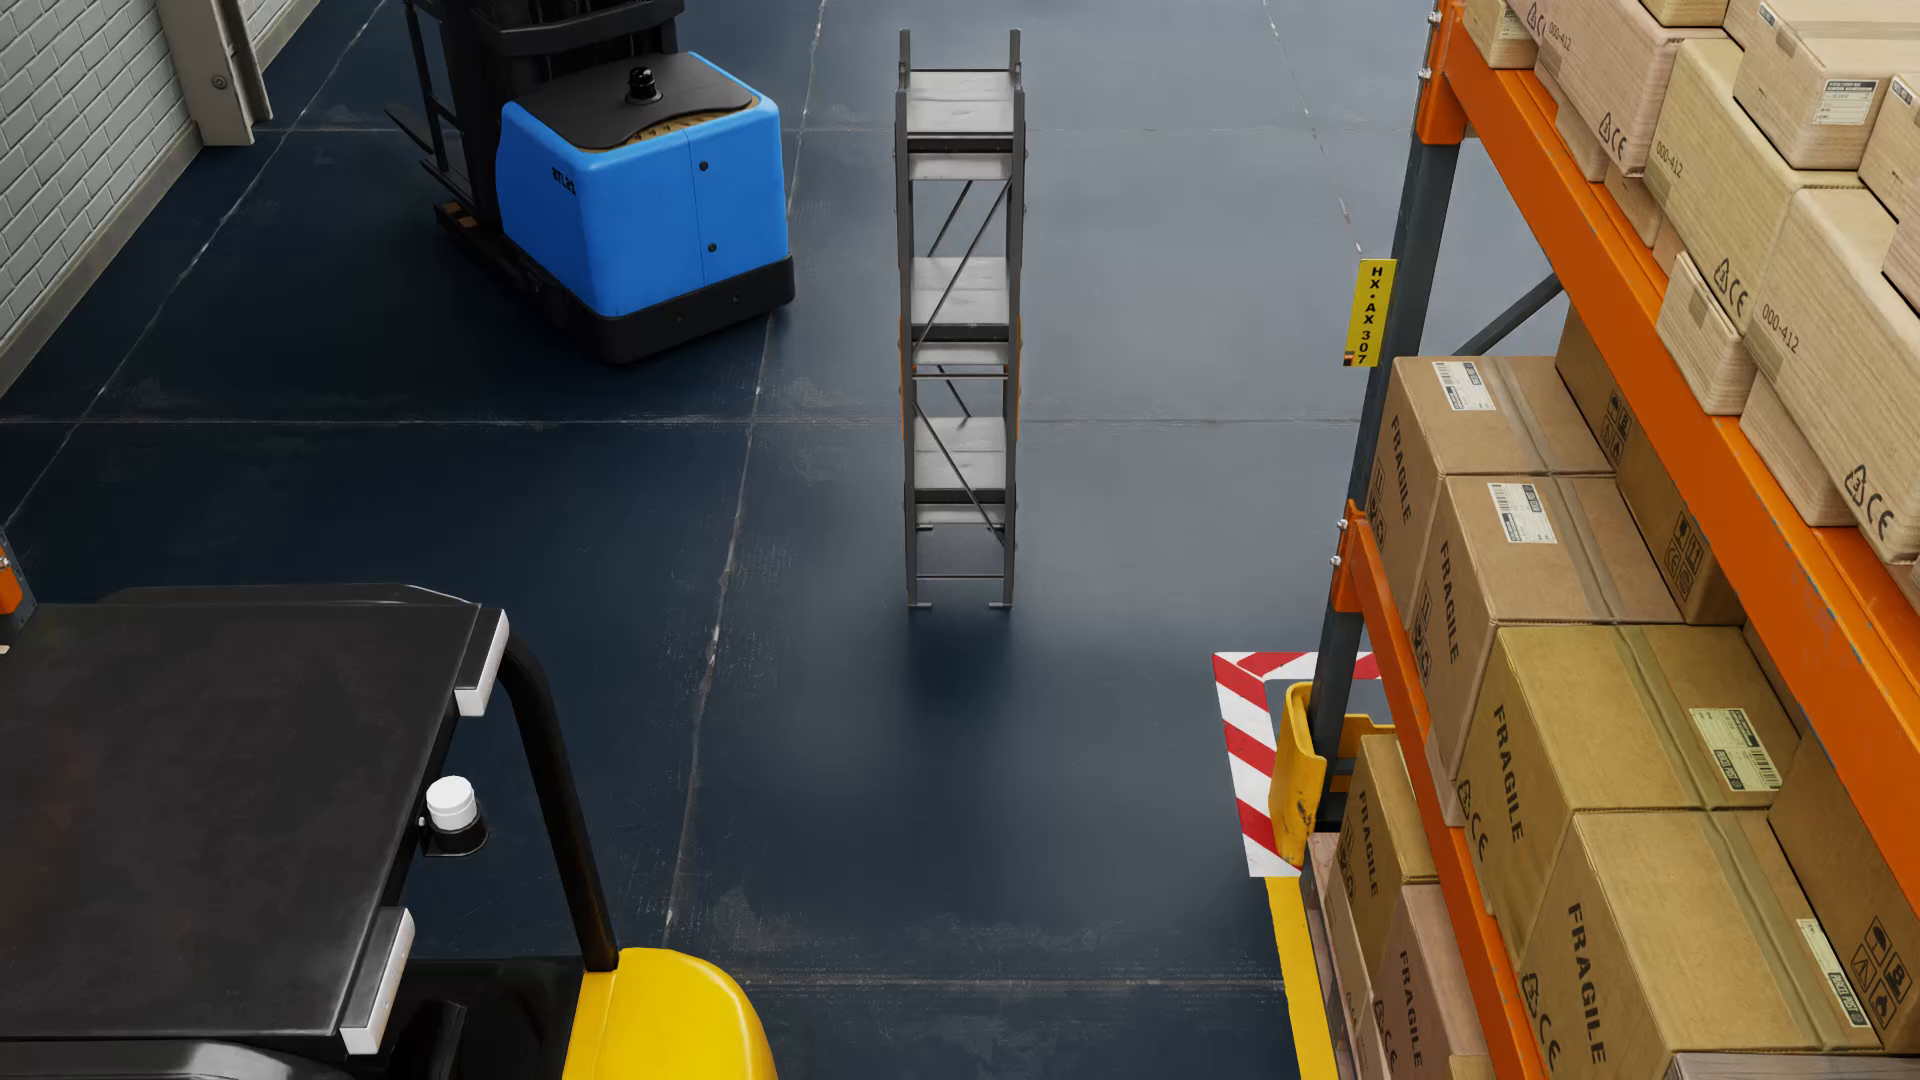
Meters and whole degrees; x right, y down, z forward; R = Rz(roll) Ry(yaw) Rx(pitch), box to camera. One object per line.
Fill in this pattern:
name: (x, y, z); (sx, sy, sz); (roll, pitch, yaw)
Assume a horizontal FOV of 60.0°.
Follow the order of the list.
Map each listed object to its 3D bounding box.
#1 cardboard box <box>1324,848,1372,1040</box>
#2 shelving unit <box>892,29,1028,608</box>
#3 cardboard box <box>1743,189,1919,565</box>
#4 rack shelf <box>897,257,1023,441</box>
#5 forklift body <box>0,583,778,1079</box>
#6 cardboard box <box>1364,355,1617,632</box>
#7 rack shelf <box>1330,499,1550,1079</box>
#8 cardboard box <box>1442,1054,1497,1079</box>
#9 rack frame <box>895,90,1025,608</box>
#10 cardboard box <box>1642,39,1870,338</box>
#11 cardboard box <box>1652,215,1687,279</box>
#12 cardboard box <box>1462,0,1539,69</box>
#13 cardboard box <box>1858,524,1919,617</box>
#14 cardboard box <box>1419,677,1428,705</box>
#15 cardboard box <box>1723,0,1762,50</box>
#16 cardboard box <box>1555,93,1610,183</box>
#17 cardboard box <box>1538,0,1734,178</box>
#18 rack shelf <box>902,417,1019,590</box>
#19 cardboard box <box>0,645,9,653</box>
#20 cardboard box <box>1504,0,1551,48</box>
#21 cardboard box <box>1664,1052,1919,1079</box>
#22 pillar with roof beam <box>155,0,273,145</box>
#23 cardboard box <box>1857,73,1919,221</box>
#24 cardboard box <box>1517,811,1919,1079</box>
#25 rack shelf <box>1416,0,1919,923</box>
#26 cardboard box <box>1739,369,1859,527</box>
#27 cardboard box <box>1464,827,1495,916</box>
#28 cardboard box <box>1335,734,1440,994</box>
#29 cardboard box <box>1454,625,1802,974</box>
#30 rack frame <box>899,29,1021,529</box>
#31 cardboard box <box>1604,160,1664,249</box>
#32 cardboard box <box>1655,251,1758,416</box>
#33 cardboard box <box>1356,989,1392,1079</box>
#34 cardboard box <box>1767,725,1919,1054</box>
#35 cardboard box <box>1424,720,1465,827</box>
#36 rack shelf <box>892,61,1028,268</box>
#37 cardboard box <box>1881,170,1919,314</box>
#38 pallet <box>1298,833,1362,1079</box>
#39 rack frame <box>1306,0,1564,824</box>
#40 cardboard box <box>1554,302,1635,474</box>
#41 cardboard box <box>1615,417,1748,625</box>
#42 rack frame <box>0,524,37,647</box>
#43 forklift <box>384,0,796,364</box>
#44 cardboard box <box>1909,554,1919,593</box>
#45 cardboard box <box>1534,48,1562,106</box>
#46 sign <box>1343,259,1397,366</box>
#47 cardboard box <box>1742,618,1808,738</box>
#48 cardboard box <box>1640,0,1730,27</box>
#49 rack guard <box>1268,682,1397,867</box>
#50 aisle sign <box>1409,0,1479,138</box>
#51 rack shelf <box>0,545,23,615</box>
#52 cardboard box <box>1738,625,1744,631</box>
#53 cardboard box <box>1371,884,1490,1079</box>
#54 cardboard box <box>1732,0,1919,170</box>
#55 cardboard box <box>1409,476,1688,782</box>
cardboard box: (1.354, 1.152, 4.776); (0.500, 0.250, 0.500); (0, 39, 0)
shelving unit: (0.000, -0.716, 5.964); (0.431, 2.100, 0.503); (0, 39, 0)
cardboard box: (1.361, -0.216, 2.105); (0.500, 0.250, 0.500); (1, 39, 1)
rack shelf: (0.000, -0.705, 5.973); (0.431, 0.518, 0.480); (0, 39, 0)
forklift body: (-1.507, 1.260, 3.457); (2.313, 2.155, 1.214); (0, 39, 0)
cardboard box: (1.353, -0.120, 4.183); (0.500, 0.500, 0.500); (-1, 39, -1)
rack shelf: (1.632, 1.270, 3.342); (1.077, 0.370, 4.000); (0, 39, 0)
cardboard box: (1.352, 1.515, 3.724); (0.500, 0.500, 0.500); (1, 39, 1)
rack frame: (0.000, -0.563, 5.774); (0.400, 2.100, 0.015); (0, 39, 0)
cardboard box: (1.380, -0.537, 2.504); (0.500, 0.250, 0.500); (1, 39, 1)
cardboard box: (1.391, -0.475, 2.747); (0.380, 0.149, 0.250); (-1, 39, -1)
cardboard box: (1.306, -1.126, 3.559); (0.380, 0.149, 0.250); (0, 39, 0)
cardboard box: (1.423, 0.004, 2.149); (0.380, 0.149, 0.250); (0, 39, 0)
cardboard box: (1.357, 0.373, 4.087); (0.380, 0.149, 0.250); (-1, 39, -1)
cardboard box: (1.403, -0.797, 2.510); (0.380, 0.149, 0.250); (0, 39, 0)
cardboard box: (1.361, -0.796, 3.147); (0.380, 0.149, 0.250); (1, 39, 1)
cardboard box: (1.355, -0.860, 2.908); (0.500, 0.250, 0.500); (-1, 39, -1)
rack shelf: (0.000, -0.159, 6.410); (0.431, 0.518, 0.480); (0, 39, 0)
cardboard box: (-3.021, 0.551, 4.727); (0.500, 0.250, 0.500); (1, 39, 1)
cardboard box: (1.364, -1.175, 3.301); (0.500, 0.250, 0.500); (-1, 39, -1)
cardboard box: (1.373, 1.161, 2.585); (0.500, 0.500, 0.500); (1, 39, 1)
pillar with roof beam: (0.064, -5.916, 6.936); (9.100, 9.000, 0.400); (0, 39, 0)
cardboard box: (1.397, -0.471, 2.104); (0.380, 0.149, 0.250); (1, 39, 1)
cardboard box: (1.367, 0.841, 2.985); (0.500, 0.500, 0.500); (-1, 39, -1)
rack shelf: (1.632, 0.100, 2.404); (1.077, 0.370, 4.000); (0, 39, 0)
cardboard box: (1.352, -0.153, 2.345); (0.380, 0.149, 0.250); (-1, 39, -1)
cardboard box: (1.345, 0.694, 3.687); (0.380, 0.149, 0.250); (1, 39, 1)
cardboard box: (1.355, 0.875, 4.523); (0.500, 0.500, 0.500); (-1, 39, -2)
cardboard box: (1.359, 0.523, 3.381); (0.500, 0.500, 0.500); (-1, 39, -1)
rack frame: (0.000, -0.868, 6.155); (0.400, 2.100, 0.015); (0, 39, 0)
cardboard box: (1.386, -0.641, 2.954); (0.380, 0.149, 0.250); (0, 39, 0)
cardboard box: (1.311, -0.318, 2.551); (0.380, 0.149, 0.250); (0, 39, 0)
cardboard box: (1.347, 1.472, 4.378); (0.500, 0.250, 0.500); (1, 39, 2)
cardboard box: (1.807, 0.460, 2.660); (0.700, 0.500, 0.500); (0, 39, 0)
cardboard box: (1.311, 0.532, 3.889); (0.380, 0.149, 0.250); (1, 39, 1)
rack shelf: (0.000, -1.251, 5.535); (0.431, 0.518, 0.480); (0, 39, 0)
cardboard box: (1.319, -0.311, 1.904); (0.380, 0.149, 0.250); (0, 39, 1)
pallet: (1.596, 1.382, 4.856); (1.003, 0.211, 1.213); (0, 39, 0)
rack frame: (1.630, -0.261, 4.677); (1.000, 3.000, 0.127); (0, 39, 0)
cardboard box: (1.849, -0.487, 3.842); (0.700, 0.500, 0.500); (-1, 39, -1)
cardboard box: (1.842, -0.171, 3.447); (0.700, 0.500, 0.500); (0, 39, 0)
rack frame: (-3.334, -0.255, 4.670); (1.000, 3.000, 0.127); (0, 39, 0)
forklift: (-2.098, -2.821, 7.927); (1.130, 2.935, 3.031); (-26, 45, -28)
cardboard box: (1.377, 0.101, 1.708); (0.500, 0.250, 0.500); (-1, 39, -1)
cardboard box: (1.395, -0.962, 3.354); (0.380, 0.149, 0.250); (-1, 39, -1)
sign: (1.087, -0.599, 4.406); (0.100, 0.325, 0.005); (0, 39, 0)
cardboard box: (1.945, 0.148, 3.049); (0.700, 0.500, 0.500); (0, 39, -1)
cardboard box: (1.307, -0.952, 2.703); (0.380, 0.149, 0.250); (0, 39, 0)
rack guard: (1.630, 0.762, 5.400); (1.175, 0.500, 0.348); (0, 39, 0)
aisle sign: (1.320, -1.314, 3.913); (0.394, 0.787, 0.004); (0, 39, 0)
rack shelf: (-3.331, 1.276, 3.334); (1.077, 0.370, 4.000); (0, 39, 0)
cardboard box: (1.902, 0.236, 3.739); (0.500, 0.500, 0.500); (0, 39, 0)
cardboard box: (1.360, 1.202, 4.115); (0.500, 0.500, 0.500); (-1, 39, -2)
cardboard box: (1.322, -0.633, 2.306); (0.380, 0.149, 0.250); (1, 39, 1)
cardboard box: (1.357, 0.204, 3.779); (0.500, 0.500, 0.500); (1, 39, 1)
